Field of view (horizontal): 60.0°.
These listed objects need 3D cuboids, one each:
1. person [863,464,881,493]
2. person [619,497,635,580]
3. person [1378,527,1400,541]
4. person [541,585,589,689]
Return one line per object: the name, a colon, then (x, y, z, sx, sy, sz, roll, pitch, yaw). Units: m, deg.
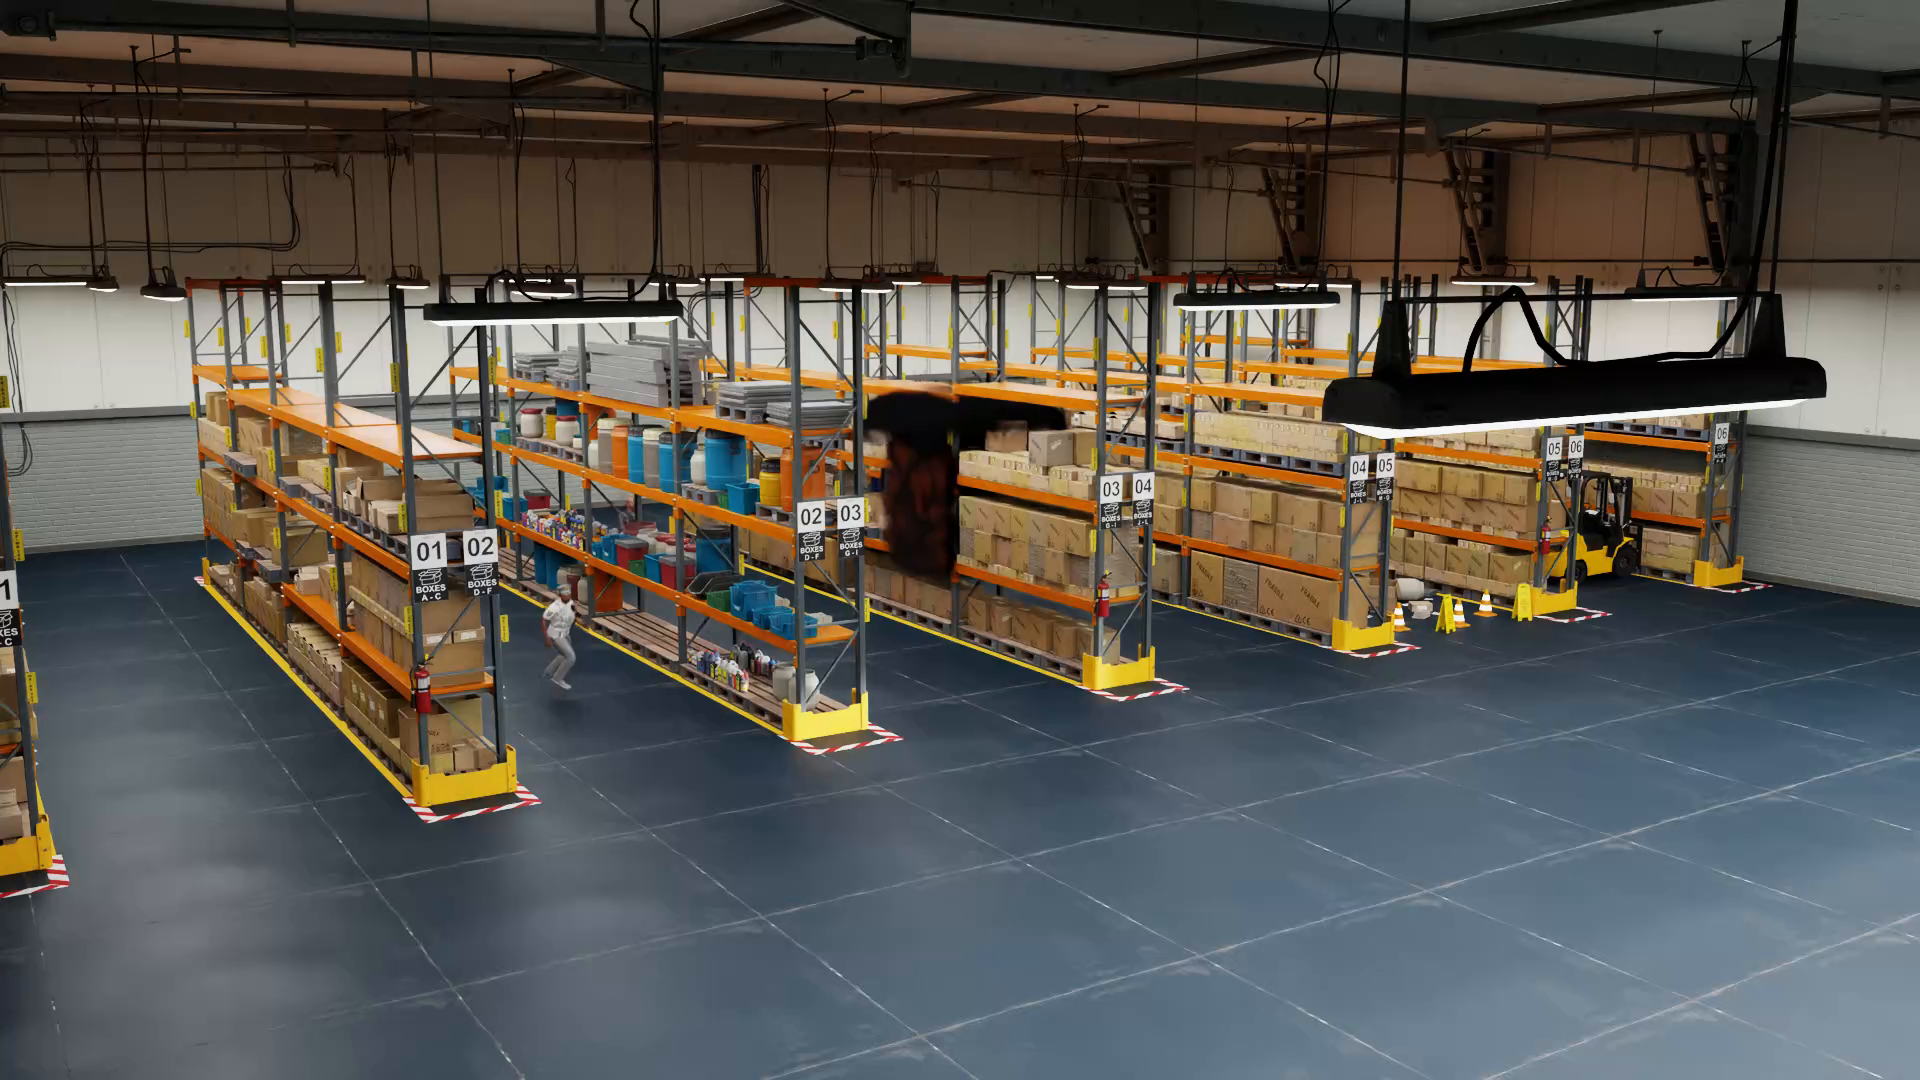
person: (-2.309, -1.611, 42.548, 0.604, 1.658, 0.893, 5, 11, 27)
person: (-6.447, 0.030, 32.660, 0.618, 1.782, 0.851, -8, 13, -41)
person: (9.253, -0.262, 35.477, 1.043, 1.403, 0.529, 7, 12, 35)
person: (-5.713, 1.368, 23.981, 0.797, 1.540, 0.604, 2, 10, 10)
